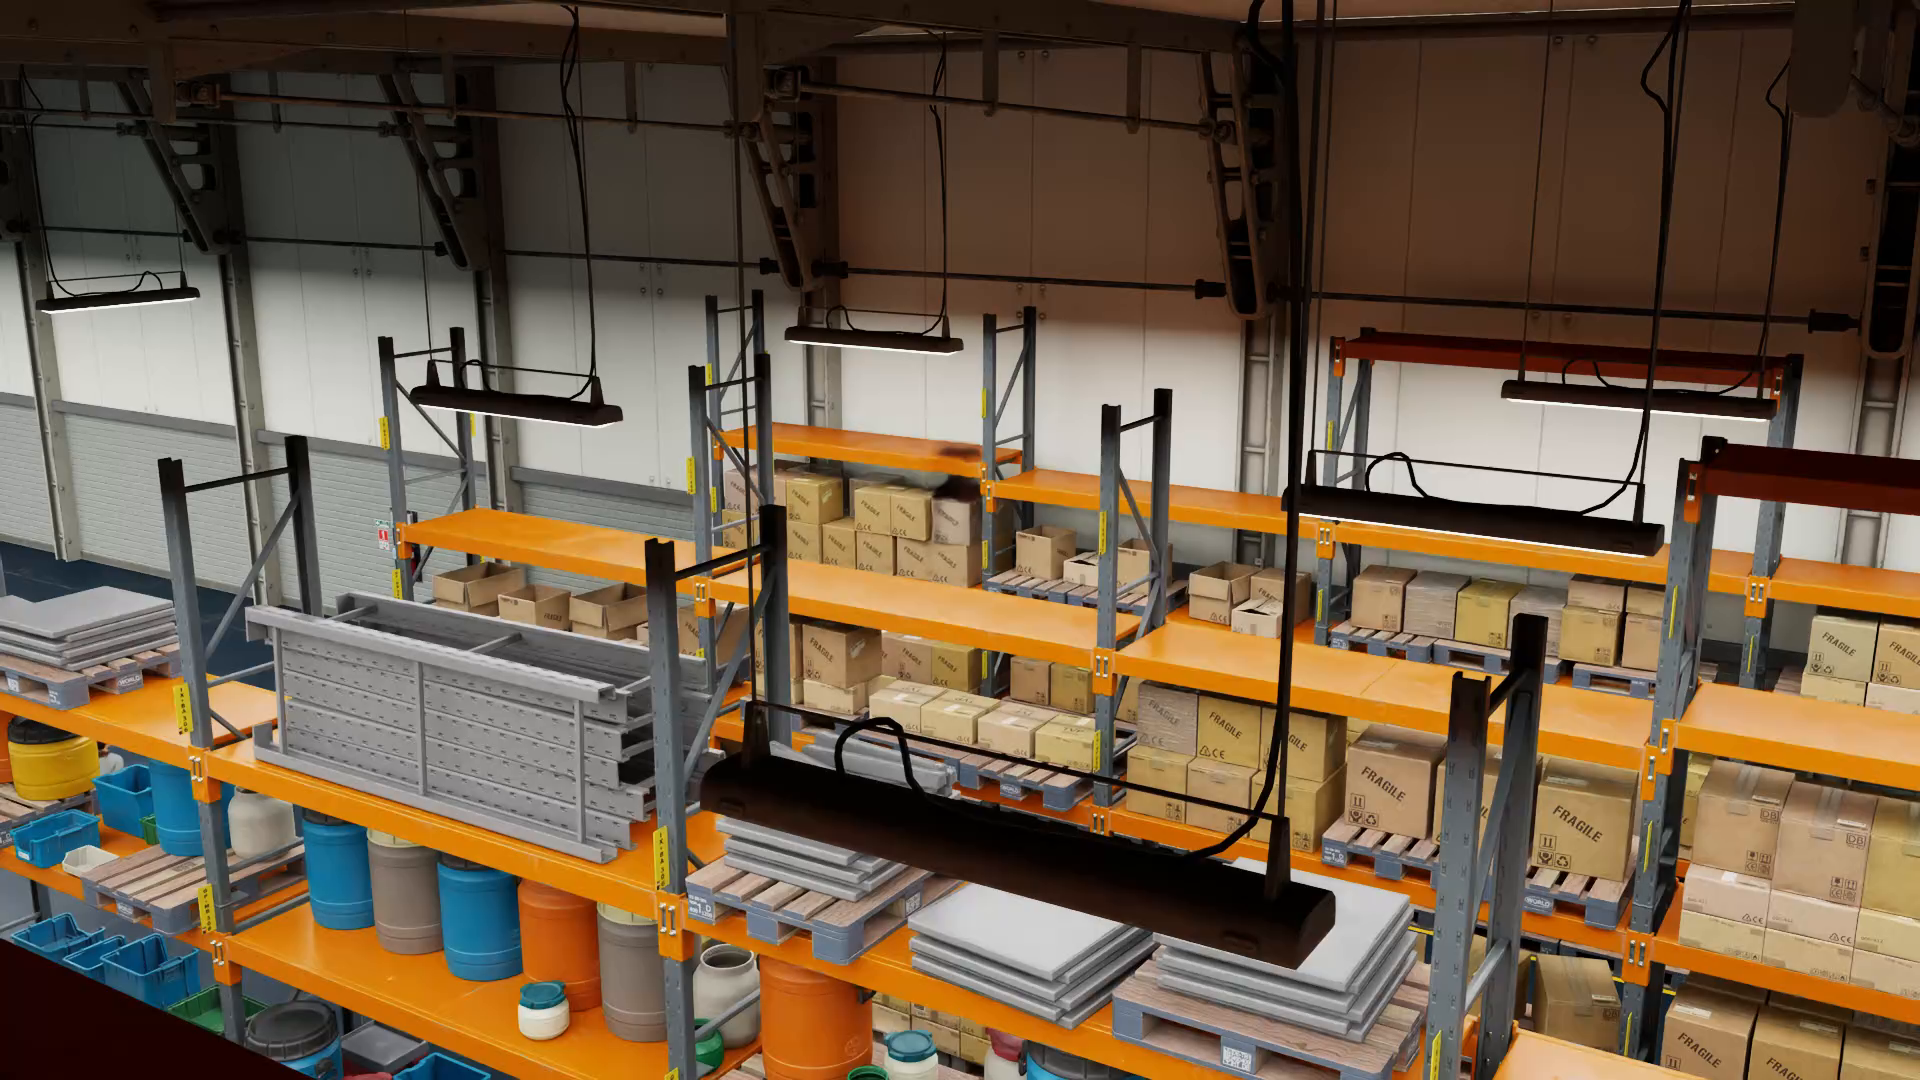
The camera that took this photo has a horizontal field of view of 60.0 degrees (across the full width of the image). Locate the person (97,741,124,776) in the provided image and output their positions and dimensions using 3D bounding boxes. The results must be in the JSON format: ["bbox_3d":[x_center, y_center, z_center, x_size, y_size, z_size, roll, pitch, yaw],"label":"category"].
[{"bbox_3d":[-9.382,2.875,18.192,0.525,1.704,0.419,-6,15,-22],"label":"person"}]
